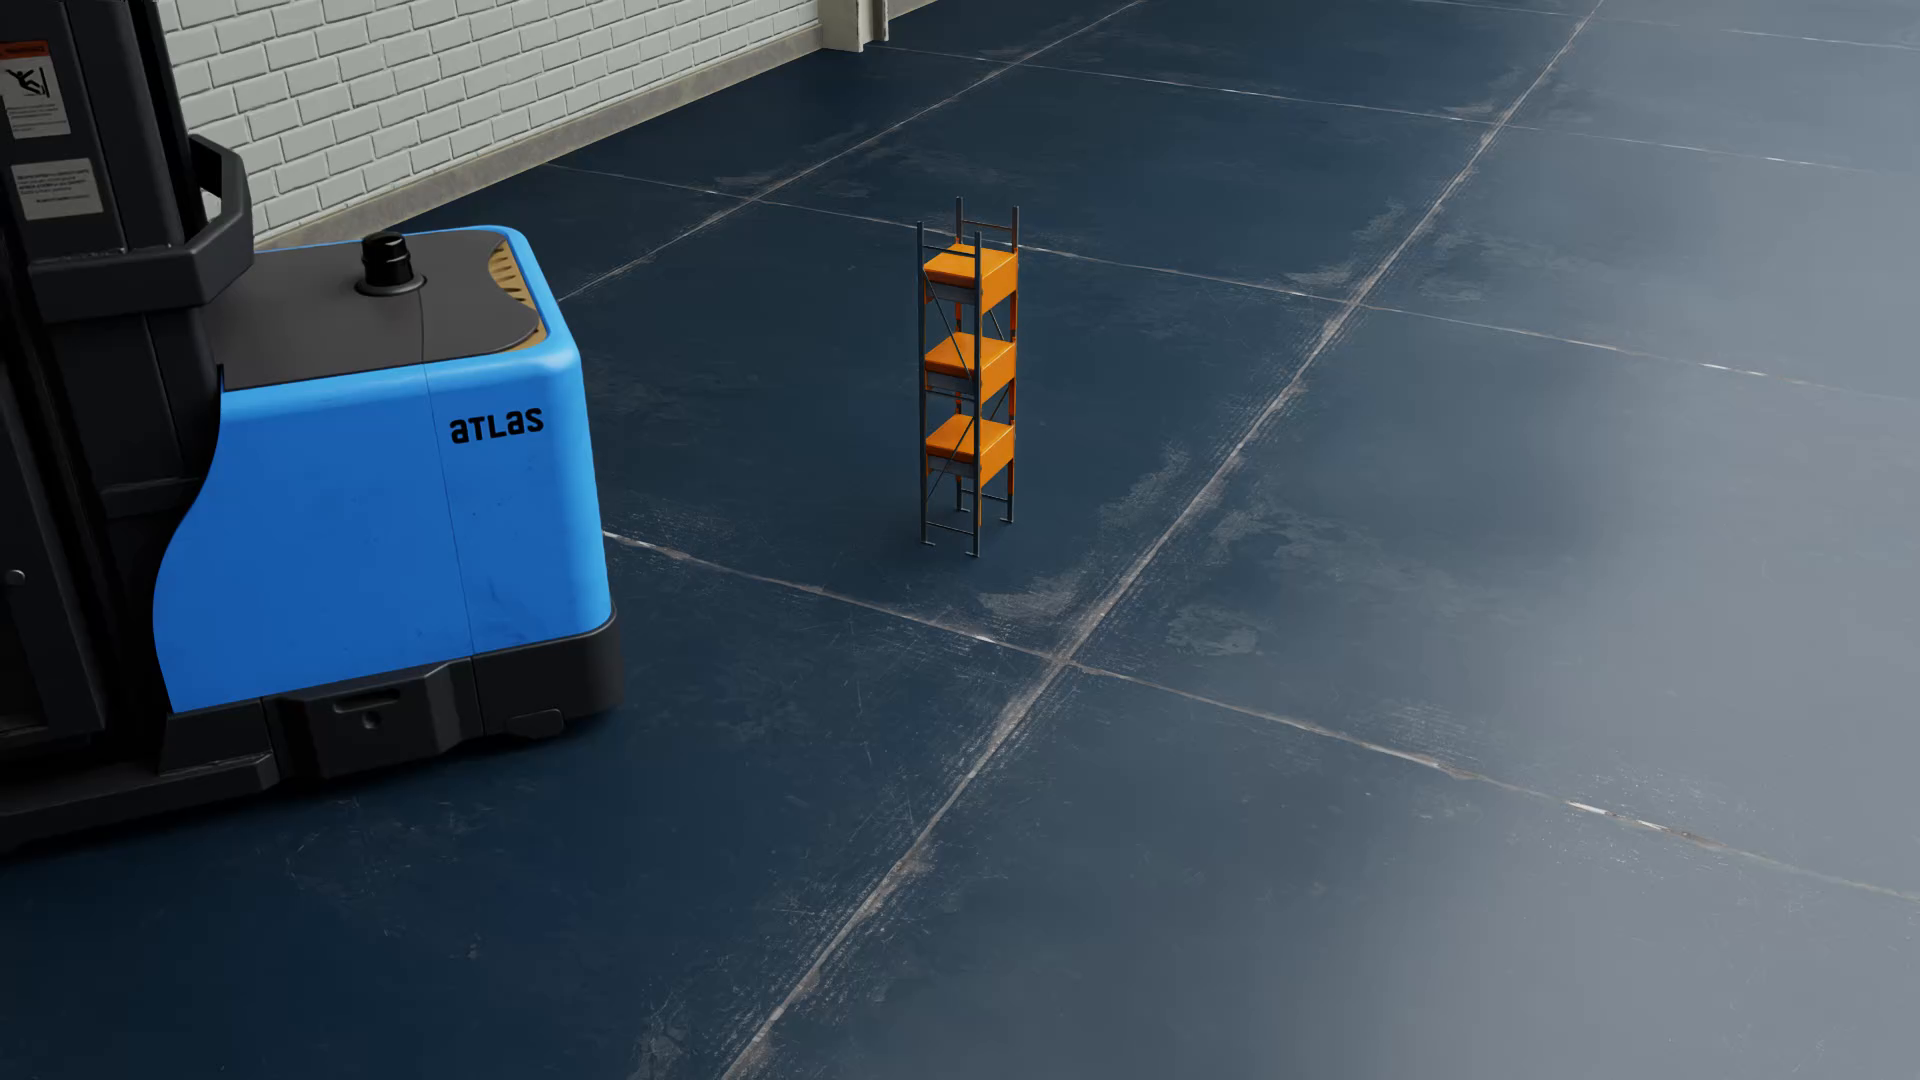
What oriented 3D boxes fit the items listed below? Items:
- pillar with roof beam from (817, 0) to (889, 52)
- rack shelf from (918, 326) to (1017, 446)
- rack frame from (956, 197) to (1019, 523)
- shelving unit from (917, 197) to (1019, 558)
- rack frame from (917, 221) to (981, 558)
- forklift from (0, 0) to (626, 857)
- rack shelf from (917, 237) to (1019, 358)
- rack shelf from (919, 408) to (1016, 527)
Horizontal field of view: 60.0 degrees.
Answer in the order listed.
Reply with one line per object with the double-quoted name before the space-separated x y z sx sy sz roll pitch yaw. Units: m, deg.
"pillar with roof beam" 3.134 -6.195 7.002 9.100 9.000 0.400 14 33 23
"rack shelf" 0.024 -0.470 5.035 0.215 0.259 0.240 14 33 23
"rack frame" 0.080 -0.533 5.124 0.200 1.050 0.008 14 33 23
"shelving unit" 0.024 -0.479 5.030 0.215 1.050 0.252 14 33 23
"rack frame" -0.031 -0.425 4.936 0.200 1.050 0.008 14 33 23
"forklift" -2.457 -0.748 3.609 3.031 2.935 1.130 -11 32 -18
"rack shelf" 0.024 -0.716 4.894 0.215 0.259 0.240 14 33 23
"rack shelf" 0.024 -0.229 5.174 0.215 0.259 0.240 14 33 23
